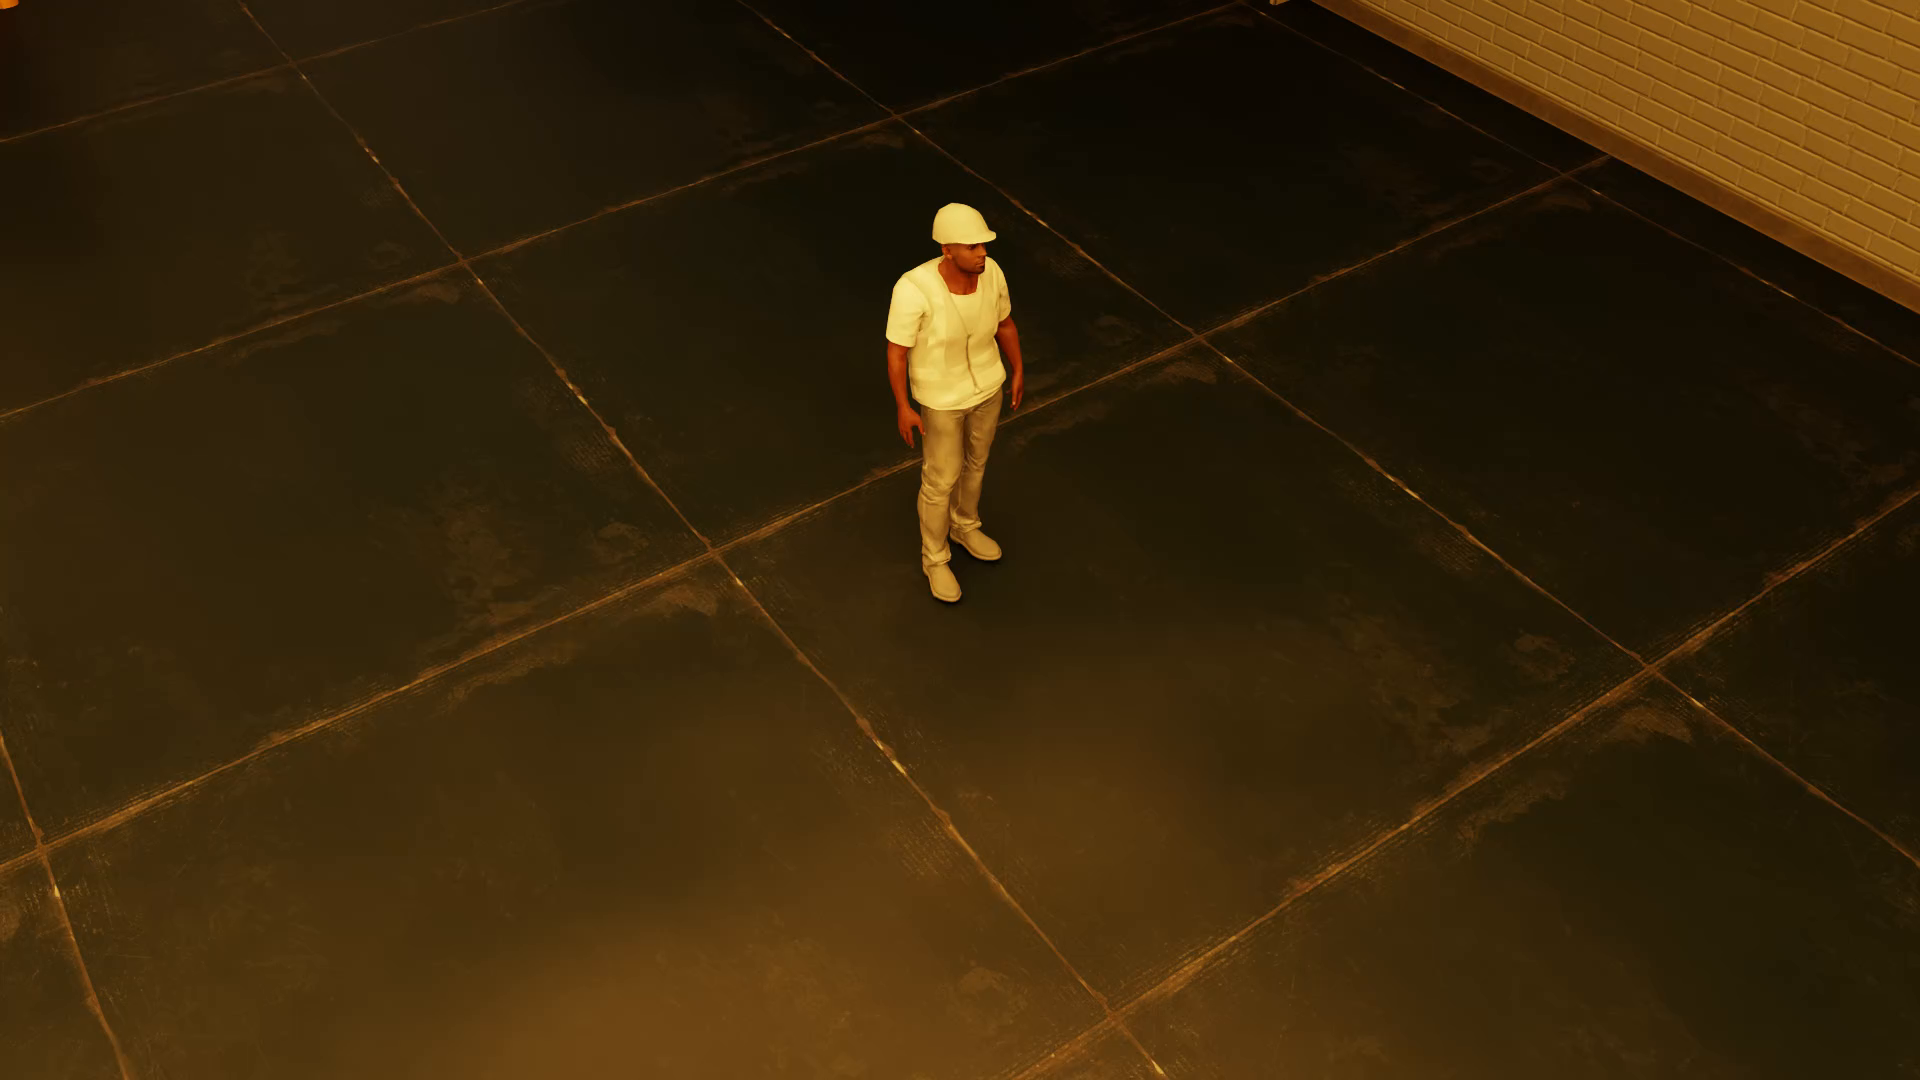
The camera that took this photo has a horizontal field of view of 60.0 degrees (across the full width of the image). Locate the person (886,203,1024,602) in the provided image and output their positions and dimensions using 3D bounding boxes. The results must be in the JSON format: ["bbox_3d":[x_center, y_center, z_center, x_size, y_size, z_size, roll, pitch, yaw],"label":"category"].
[{"bbox_3d":[0.034,-0.614,7.230,0.665,1.765,0.577,-25,48,-25],"label":"person"}]
